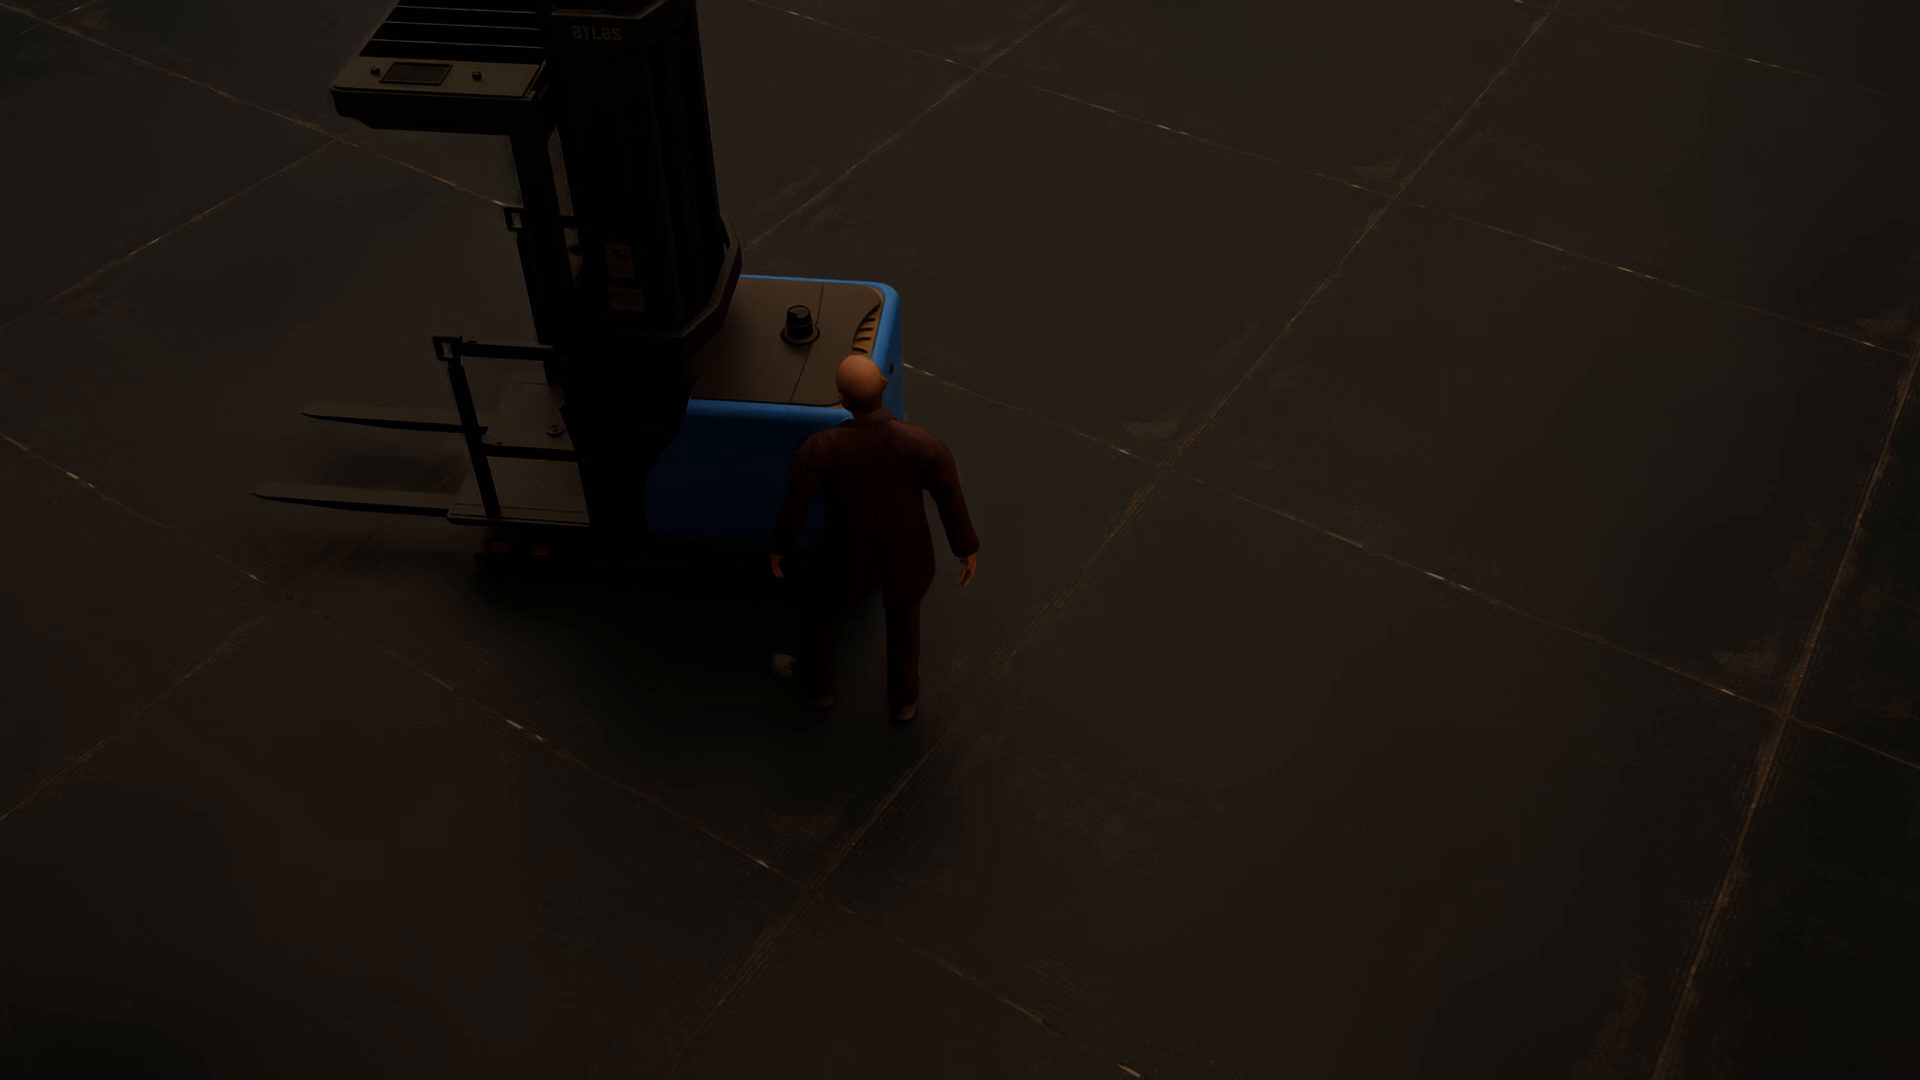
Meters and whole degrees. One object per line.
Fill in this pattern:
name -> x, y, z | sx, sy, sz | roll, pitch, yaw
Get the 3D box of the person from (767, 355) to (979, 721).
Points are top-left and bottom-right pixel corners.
person -> -0.376, 0.020, 6.692 | 0.890, 1.750, 0.423 | -5, 44, -5

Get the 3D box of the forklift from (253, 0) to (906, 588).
forklift -> -1.815, -1.244, 7.161 | 3.031, 2.935, 1.130 | 4, 44, 4
